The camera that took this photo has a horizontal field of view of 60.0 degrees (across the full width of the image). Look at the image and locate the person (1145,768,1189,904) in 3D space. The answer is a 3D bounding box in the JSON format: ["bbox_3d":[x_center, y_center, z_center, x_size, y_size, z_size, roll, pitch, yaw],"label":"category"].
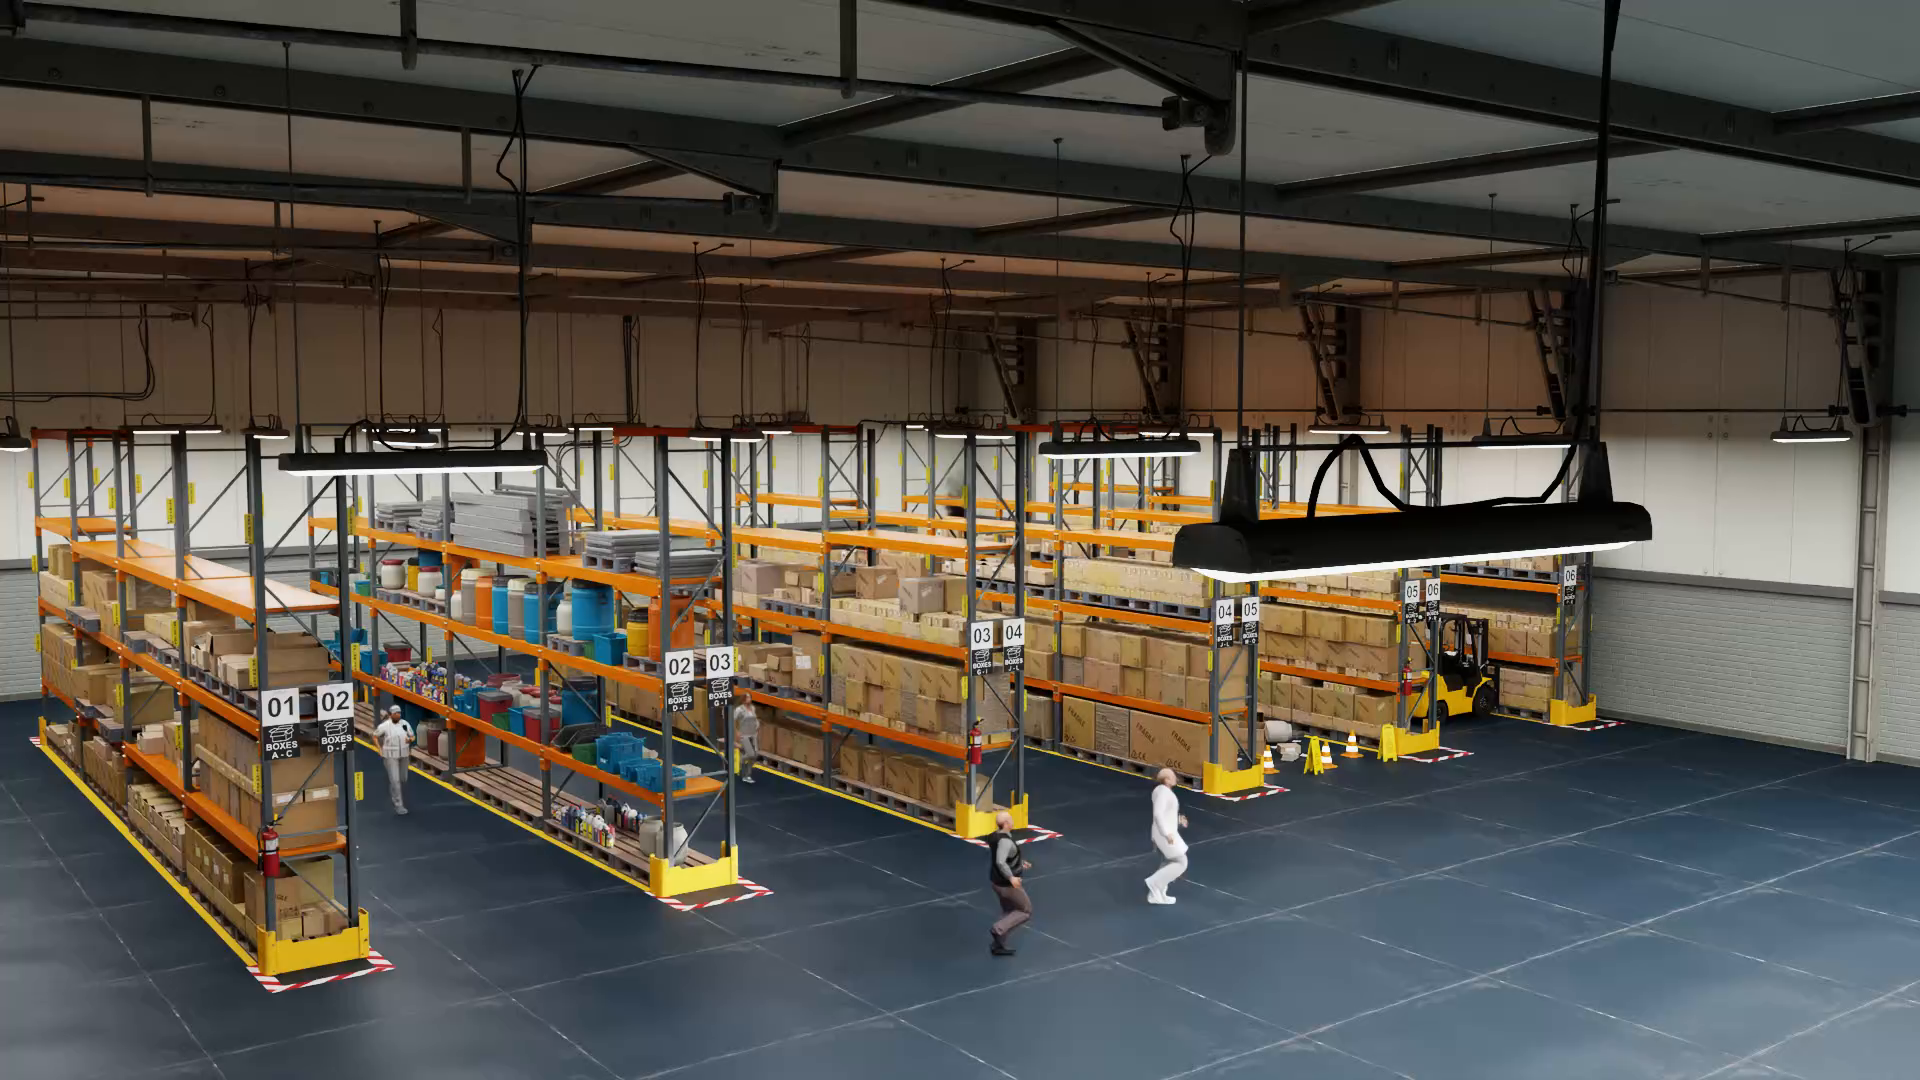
[{"bbox_3d":[2.655,3.788,21.297,0.629,1.746,0.723,-1,5,-7],"label":"person"}]

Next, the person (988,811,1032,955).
[{"bbox_3d":[0.577,3.976,19.296,0.569,1.678,0.652,-1,5,-18],"label":"person"}]

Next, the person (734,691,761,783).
[{"bbox_3d":[-3.603,3.347,28.199,0.532,1.551,0.520,-4,6,-45],"label":"person"}]

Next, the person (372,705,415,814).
[{"bbox_3d":[-8.894,3.425,26.236,0.608,1.650,0.924,-4,6,-41],"label":"person"}]
